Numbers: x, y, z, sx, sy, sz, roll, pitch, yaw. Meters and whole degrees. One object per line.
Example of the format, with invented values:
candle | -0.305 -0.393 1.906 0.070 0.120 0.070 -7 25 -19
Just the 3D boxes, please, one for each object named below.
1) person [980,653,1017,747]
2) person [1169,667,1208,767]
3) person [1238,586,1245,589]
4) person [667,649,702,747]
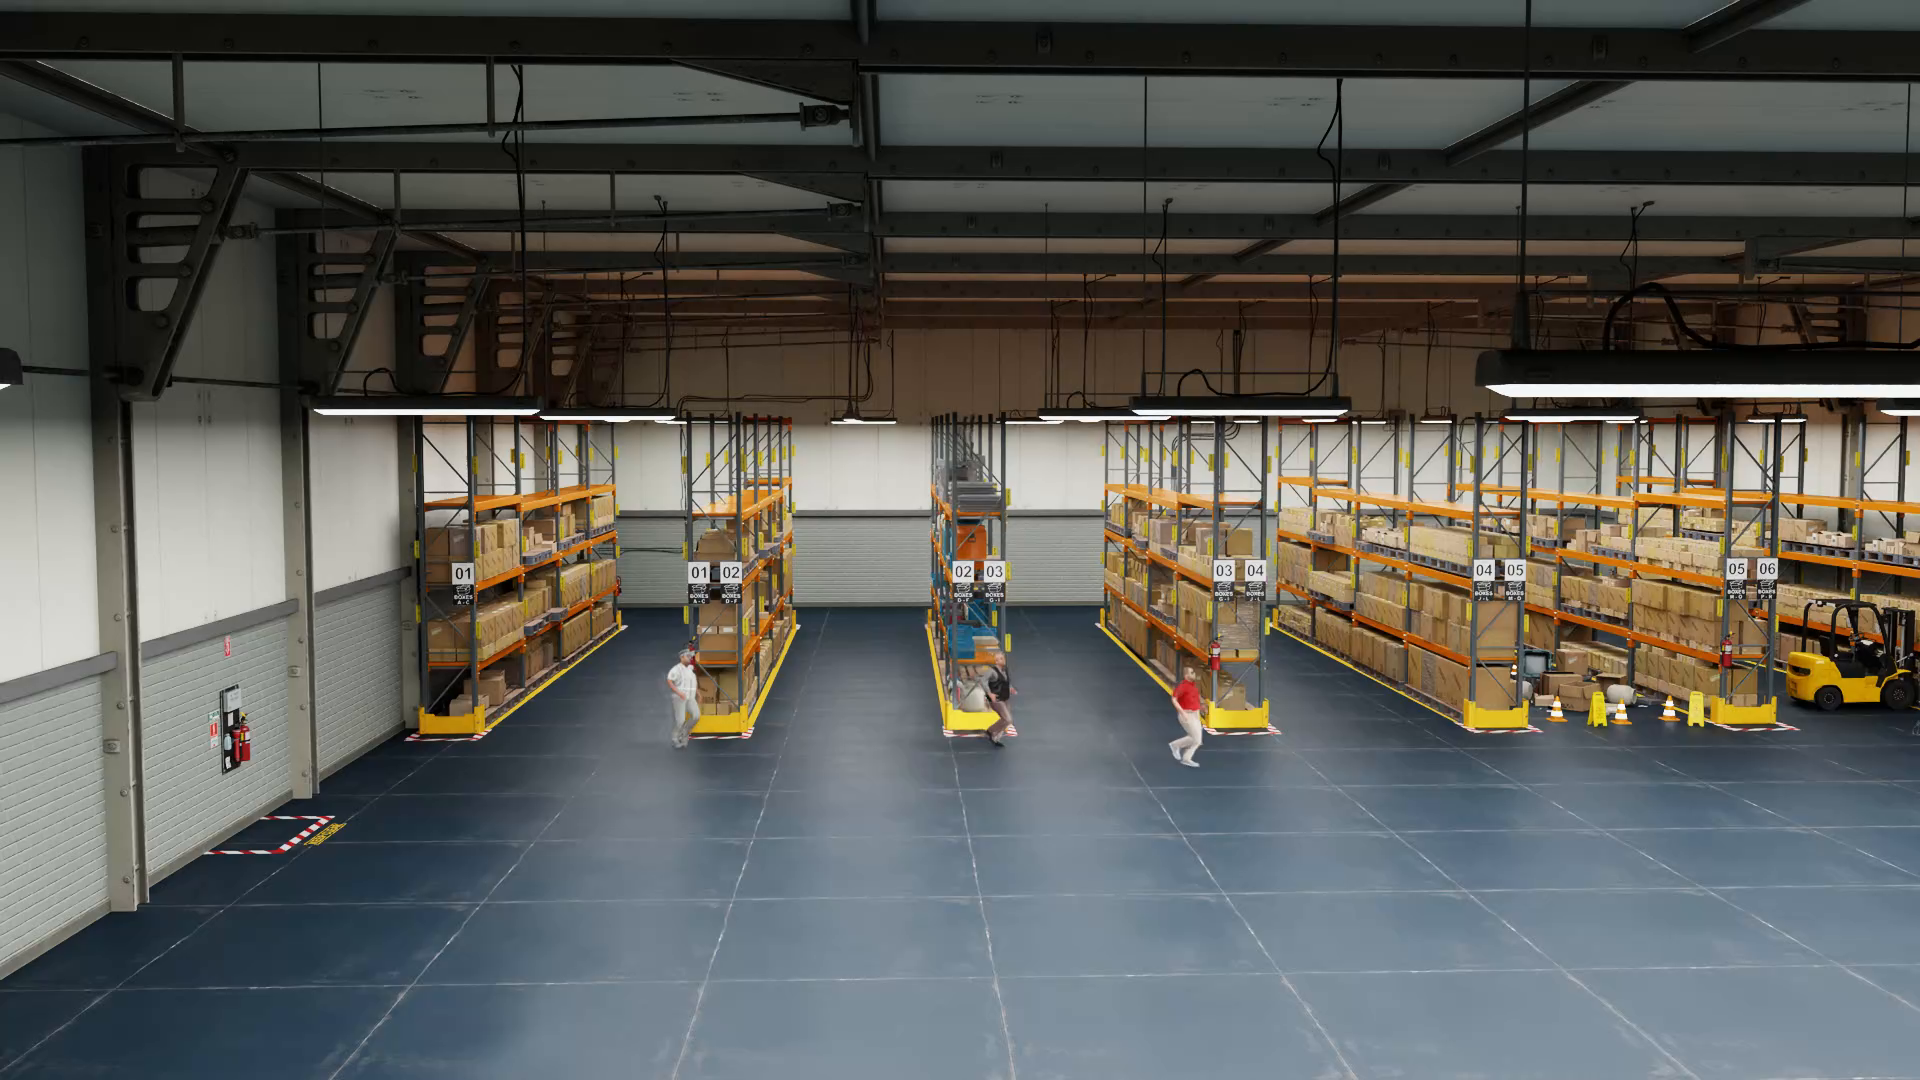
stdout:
person | 0.732 2.870 29.768 0.542 1.677 0.676 3 5 34
person | 3.868 2.982 28.065 0.594 1.684 0.671 2 4 28
person | 7.876 1.682 46.675 0.735 1.712 0.624 0 4 -2
person | -4.914 2.836 29.866 0.568 1.747 0.709 4 5 44
